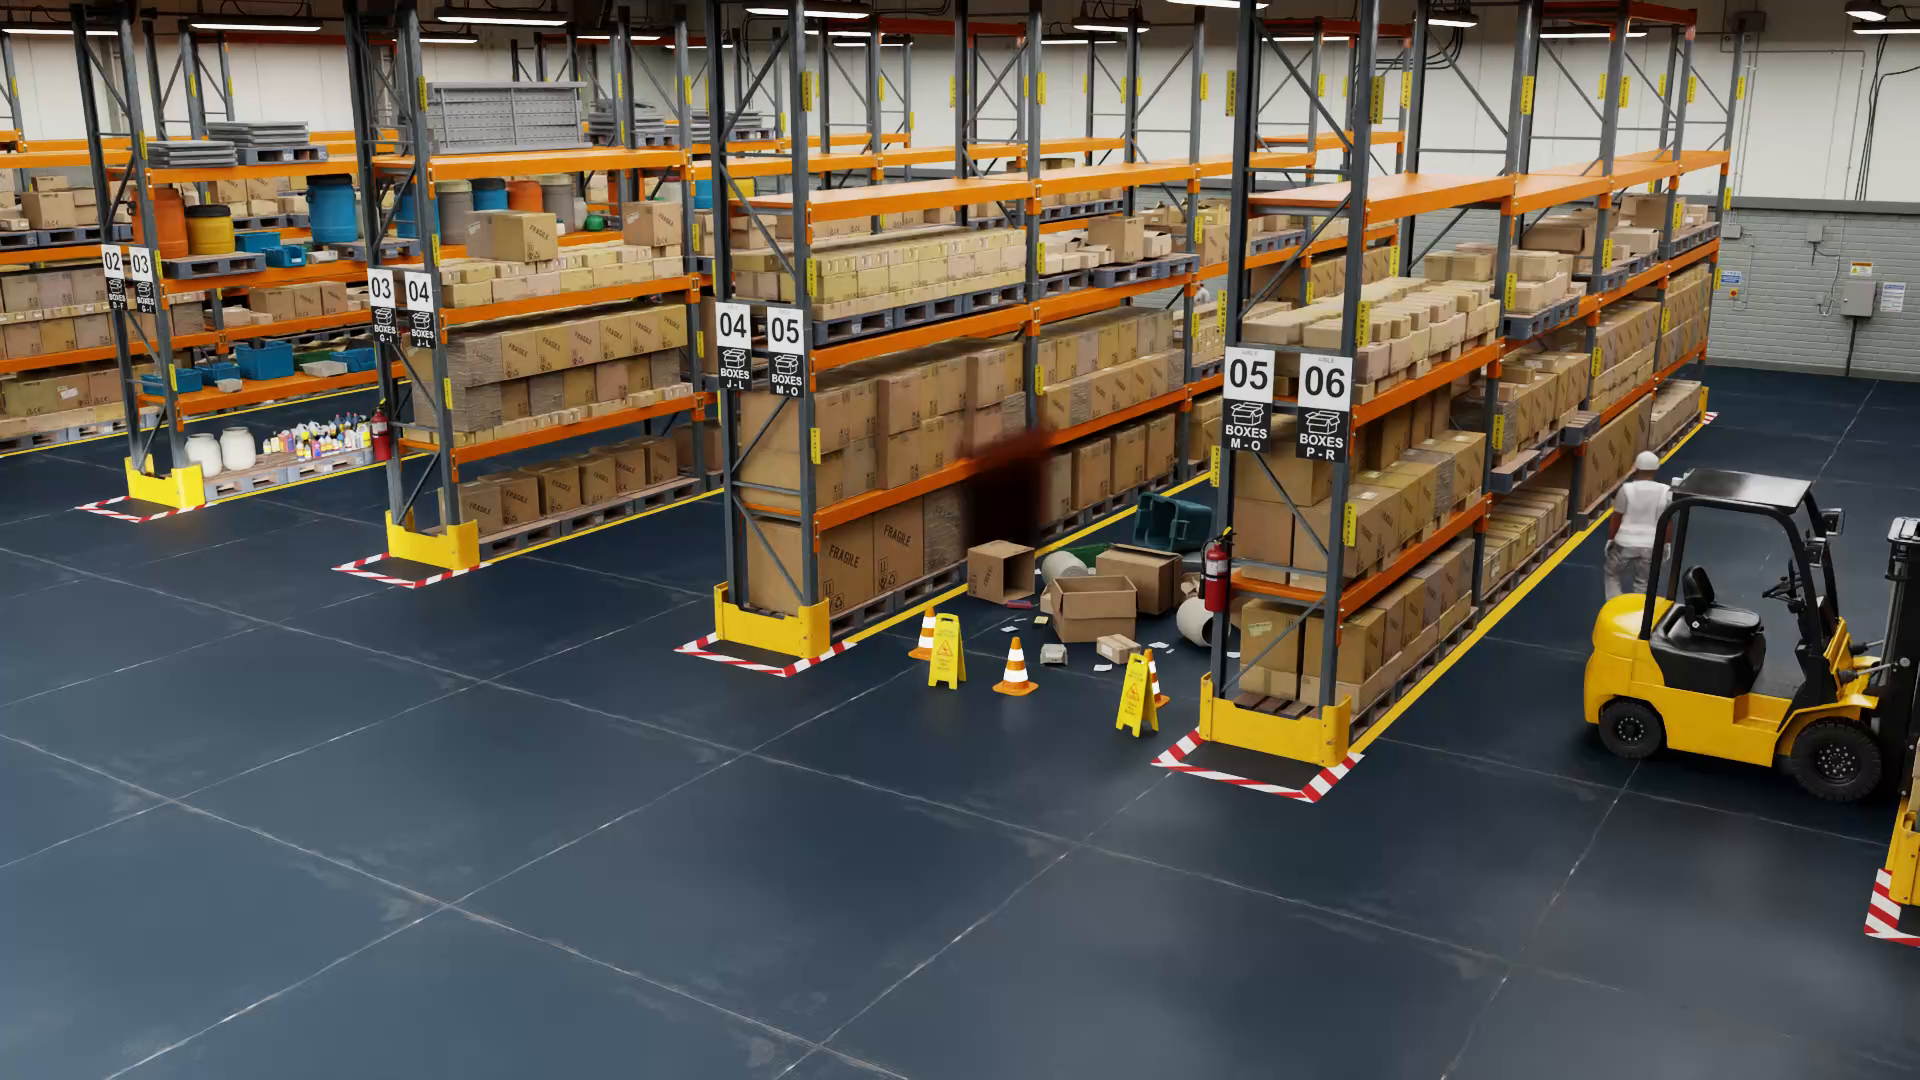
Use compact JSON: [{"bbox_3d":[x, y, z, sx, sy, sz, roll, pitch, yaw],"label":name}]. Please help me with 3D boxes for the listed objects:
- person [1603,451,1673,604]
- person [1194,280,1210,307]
[{"bbox_3d":[6.410,0.053,15.735,0.595,1.803,0.401,2,16,8],"label":"person"},{"bbox_3d":[4.496,-4.183,31.189,0.450,1.626,0.948,9,18,28],"label":"person"}]
